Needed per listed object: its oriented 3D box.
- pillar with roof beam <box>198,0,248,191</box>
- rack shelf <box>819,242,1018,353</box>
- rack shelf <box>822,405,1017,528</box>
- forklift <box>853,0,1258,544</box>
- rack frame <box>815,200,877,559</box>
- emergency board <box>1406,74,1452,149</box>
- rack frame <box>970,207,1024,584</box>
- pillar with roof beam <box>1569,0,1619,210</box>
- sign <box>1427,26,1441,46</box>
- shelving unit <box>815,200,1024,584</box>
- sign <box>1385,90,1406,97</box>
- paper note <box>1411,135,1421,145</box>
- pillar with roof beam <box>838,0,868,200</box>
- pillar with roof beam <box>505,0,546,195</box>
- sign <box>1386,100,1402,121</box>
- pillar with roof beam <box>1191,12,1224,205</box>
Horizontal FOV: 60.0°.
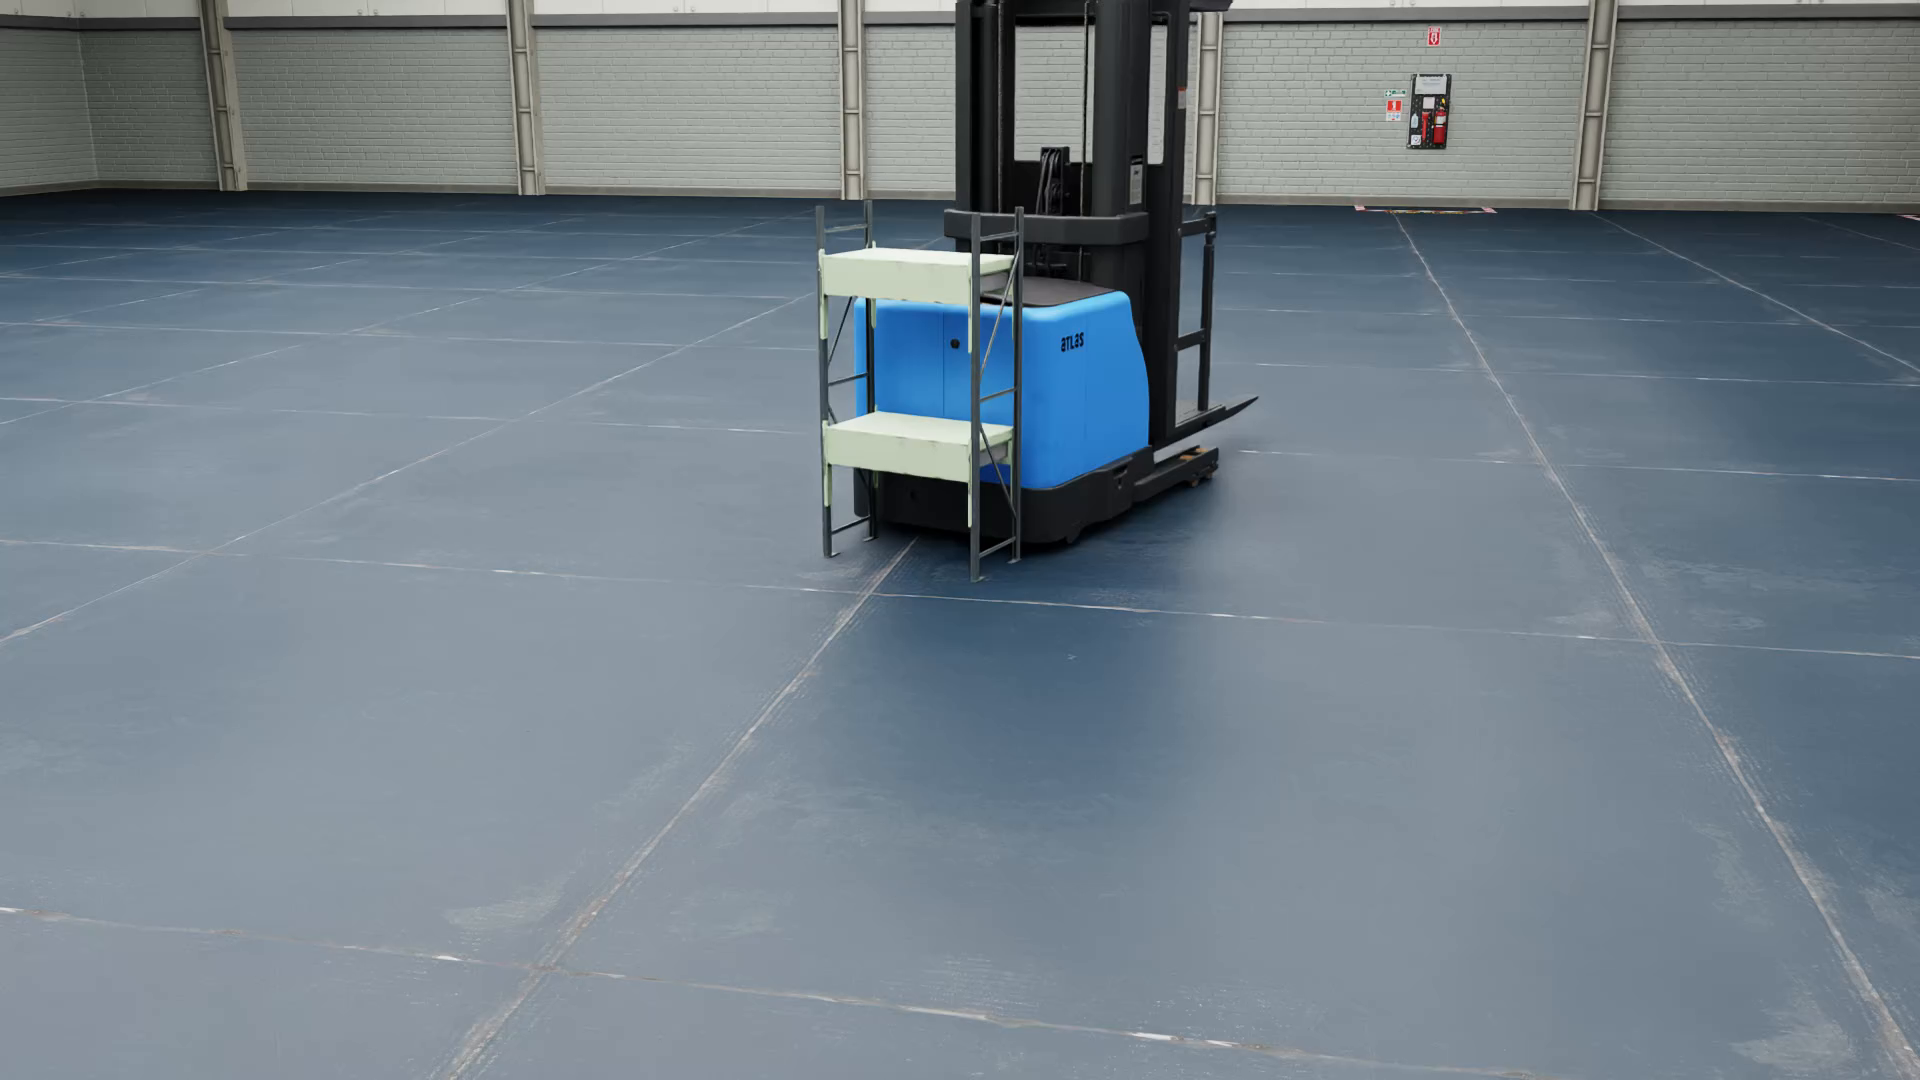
[{"bbox_3d":[-14.442,-9.756,25.854,0.400,9.000,9.100,3,16,11],"label":"pillar with roof beam"},{"bbox_3d":[-0.166,-1.014,6.882,0.720,0.370,0.431,9,18,29],"label":"rack shelf"},{"bbox_3d":[-0.166,-0.324,7.074,0.720,0.370,0.431,9,18,29],"label":"rack shelf"},{"bbox_3d":[0.689,-1.737,8.272,1.130,2.935,3.031,9,18,29],"label":"forklift"},{"bbox_3d":[-0.484,-0.687,7.161,0.023,1.500,0.400,9,18,29],"label":"rack frame"},{"bbox_3d":[7.520,-6.856,26.622,0.643,1.169,0.194,3,16,11],"label":"emergency board"},{"bbox_3d":[0.152,-0.590,6.811,0.023,1.500,0.400,9,18,29],"label":"rack frame"},{"bbox_3d":[9.077,-8.479,21.245,0.400,9.000,9.100,3,16,11],"label":"pillar with roof beam"},{"bbox_3d":[7.532,-7.999,26.408,0.199,0.298,0.001,3,16,11],"label":"sign"},{"bbox_3d":[-0.166,-0.638,6.986,0.755,1.500,0.431,9,18,29],"label":"shelving unit"},{"bbox_3d":[7.002,-7.182,26.741,0.331,0.109,0.001,3,16,11],"label":"sign"},{"bbox_3d":[7.361,-6.458,26.839,0.142,0.148,0.016,3,16,11],"label":"paper note"},{"bbox_3d":[-2.683,-9.117,23.549,0.400,9.000,9.100,3,16,11],"label":"pillar with roof beam"},{"bbox_3d":[-8.562,-9.437,24.702,0.400,9.000,9.100,3,16,11],"label":"pillar with roof beam"},{"bbox_3d":[6.999,-6.929,26.821,0.234,0.329,0.001,3,16,11],"label":"sign"},{"bbox_3d":[3.197,-8.798,22.397,0.400,9.000,9.100,3,16,11],"label":"pillar with roof beam"}]
